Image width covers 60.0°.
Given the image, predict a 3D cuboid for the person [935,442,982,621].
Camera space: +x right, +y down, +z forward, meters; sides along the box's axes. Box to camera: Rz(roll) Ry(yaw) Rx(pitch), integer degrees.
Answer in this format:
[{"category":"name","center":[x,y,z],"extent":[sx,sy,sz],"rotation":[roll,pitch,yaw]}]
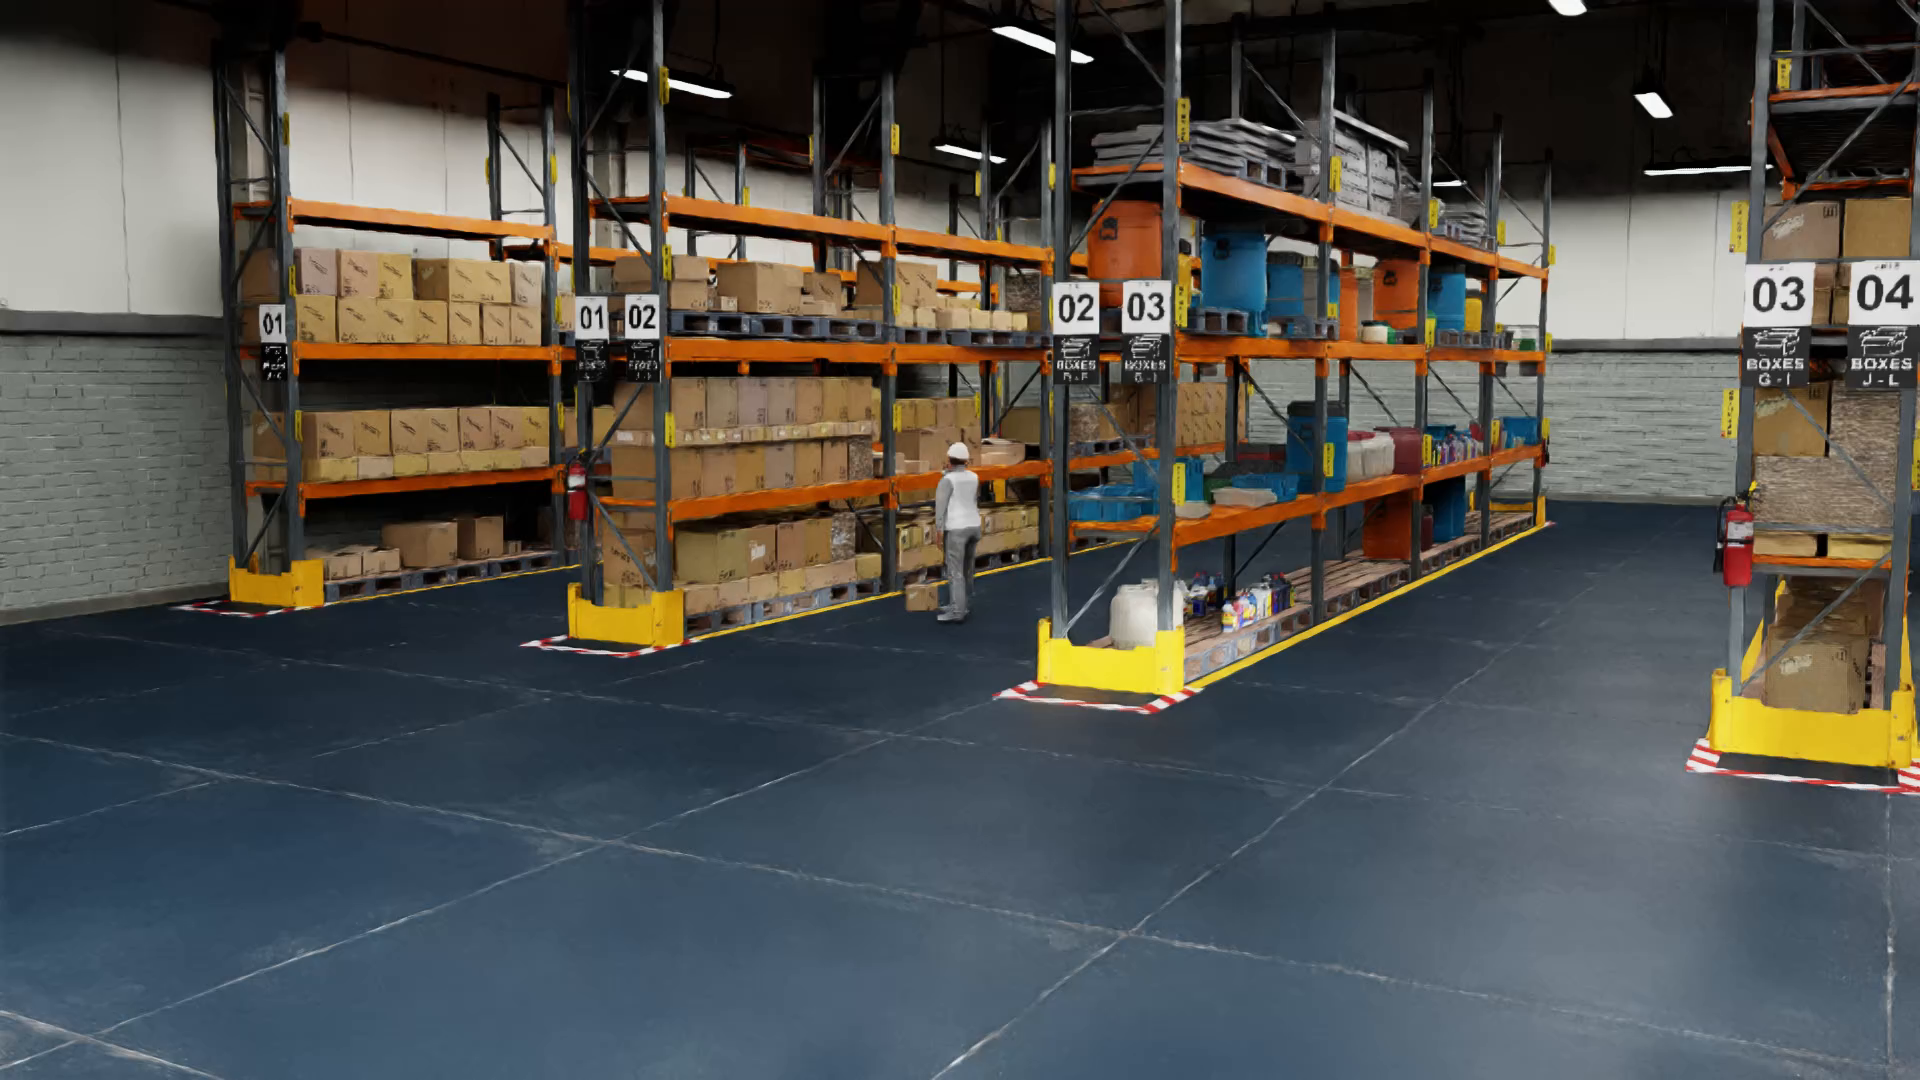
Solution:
[{"category":"person","center":[-0.052,-0.094,16.743],"extent":[0.525,1.779,0.574],"rotation":[6,8,44]}]
